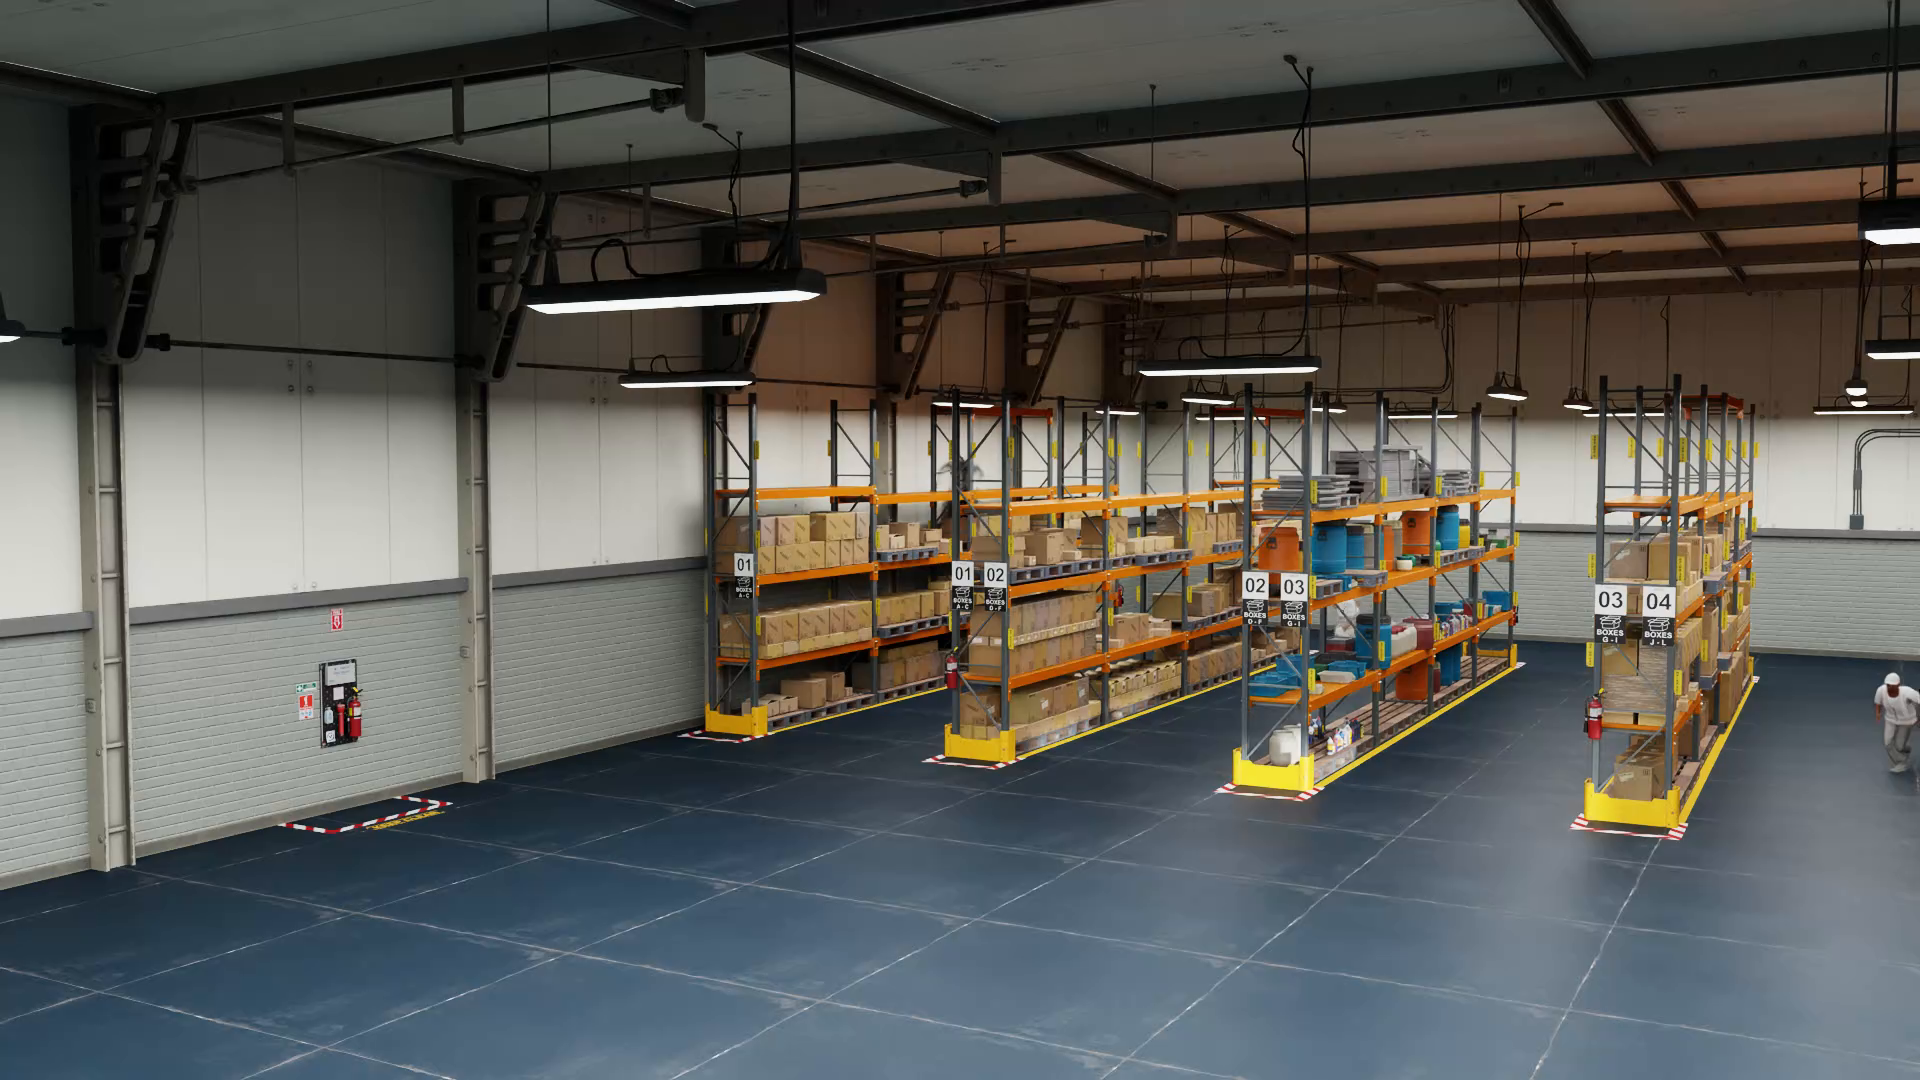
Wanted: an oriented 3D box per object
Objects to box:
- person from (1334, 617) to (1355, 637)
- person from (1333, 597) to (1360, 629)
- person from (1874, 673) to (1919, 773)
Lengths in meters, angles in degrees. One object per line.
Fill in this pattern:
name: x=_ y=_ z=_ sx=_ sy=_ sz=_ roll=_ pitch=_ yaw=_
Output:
person: x=7.910 y=2.358 z=34.129 sx=0.589 sy=1.613 sz=0.681 roll=1 pitch=3 yaw=25
person: x=9.567 y=1.894 z=41.133 sx=0.667 sy=1.813 sz=0.823 roll=0 pitch=3 yaw=8
person: x=14.528 y=2.822 z=25.677 sx=0.925 sy=1.582 sz=0.718 roll=-3 pitch=4 yaw=-43
